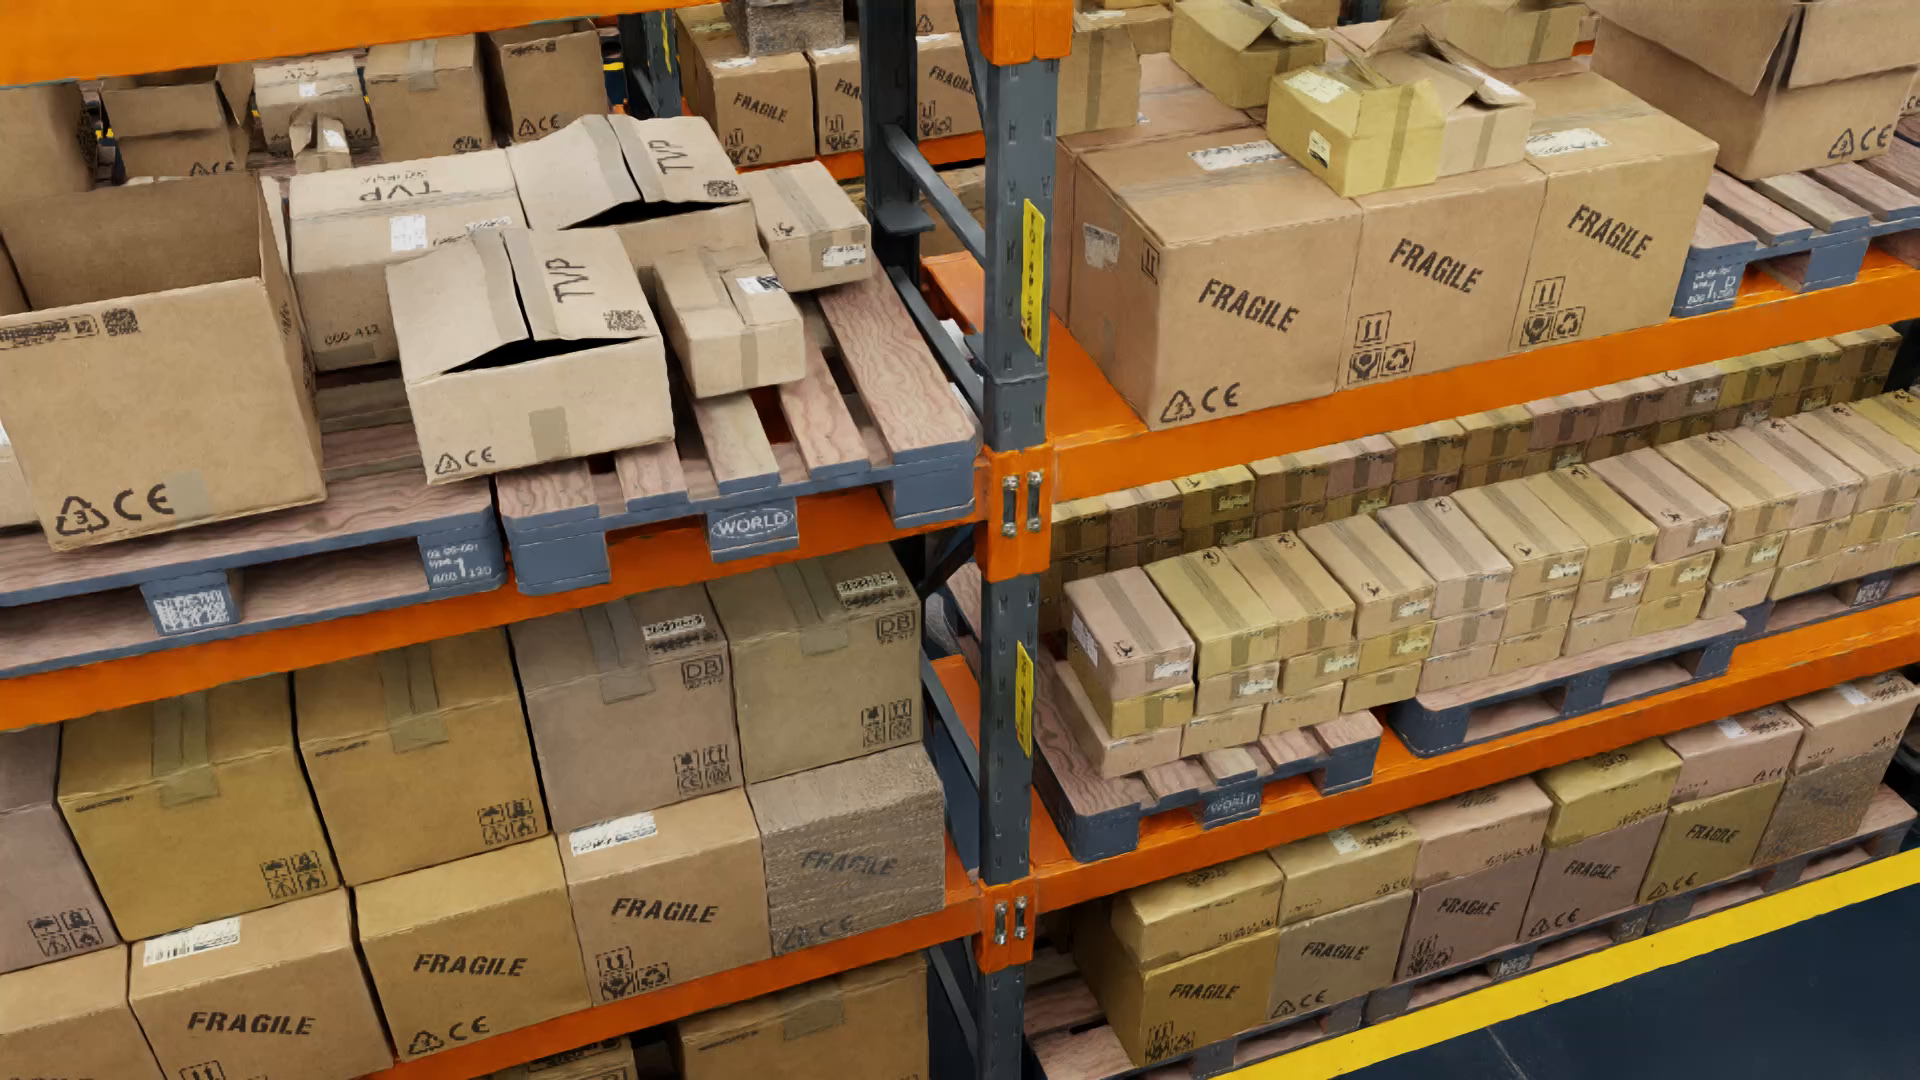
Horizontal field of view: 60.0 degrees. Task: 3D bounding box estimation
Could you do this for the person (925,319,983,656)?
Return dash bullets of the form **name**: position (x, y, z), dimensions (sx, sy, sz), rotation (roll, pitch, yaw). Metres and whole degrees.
- **person**: position (-0.083, -0.148, 6.986), dimensions (0.609, 1.731, 0.870), rotation (-29, 46, -32)
